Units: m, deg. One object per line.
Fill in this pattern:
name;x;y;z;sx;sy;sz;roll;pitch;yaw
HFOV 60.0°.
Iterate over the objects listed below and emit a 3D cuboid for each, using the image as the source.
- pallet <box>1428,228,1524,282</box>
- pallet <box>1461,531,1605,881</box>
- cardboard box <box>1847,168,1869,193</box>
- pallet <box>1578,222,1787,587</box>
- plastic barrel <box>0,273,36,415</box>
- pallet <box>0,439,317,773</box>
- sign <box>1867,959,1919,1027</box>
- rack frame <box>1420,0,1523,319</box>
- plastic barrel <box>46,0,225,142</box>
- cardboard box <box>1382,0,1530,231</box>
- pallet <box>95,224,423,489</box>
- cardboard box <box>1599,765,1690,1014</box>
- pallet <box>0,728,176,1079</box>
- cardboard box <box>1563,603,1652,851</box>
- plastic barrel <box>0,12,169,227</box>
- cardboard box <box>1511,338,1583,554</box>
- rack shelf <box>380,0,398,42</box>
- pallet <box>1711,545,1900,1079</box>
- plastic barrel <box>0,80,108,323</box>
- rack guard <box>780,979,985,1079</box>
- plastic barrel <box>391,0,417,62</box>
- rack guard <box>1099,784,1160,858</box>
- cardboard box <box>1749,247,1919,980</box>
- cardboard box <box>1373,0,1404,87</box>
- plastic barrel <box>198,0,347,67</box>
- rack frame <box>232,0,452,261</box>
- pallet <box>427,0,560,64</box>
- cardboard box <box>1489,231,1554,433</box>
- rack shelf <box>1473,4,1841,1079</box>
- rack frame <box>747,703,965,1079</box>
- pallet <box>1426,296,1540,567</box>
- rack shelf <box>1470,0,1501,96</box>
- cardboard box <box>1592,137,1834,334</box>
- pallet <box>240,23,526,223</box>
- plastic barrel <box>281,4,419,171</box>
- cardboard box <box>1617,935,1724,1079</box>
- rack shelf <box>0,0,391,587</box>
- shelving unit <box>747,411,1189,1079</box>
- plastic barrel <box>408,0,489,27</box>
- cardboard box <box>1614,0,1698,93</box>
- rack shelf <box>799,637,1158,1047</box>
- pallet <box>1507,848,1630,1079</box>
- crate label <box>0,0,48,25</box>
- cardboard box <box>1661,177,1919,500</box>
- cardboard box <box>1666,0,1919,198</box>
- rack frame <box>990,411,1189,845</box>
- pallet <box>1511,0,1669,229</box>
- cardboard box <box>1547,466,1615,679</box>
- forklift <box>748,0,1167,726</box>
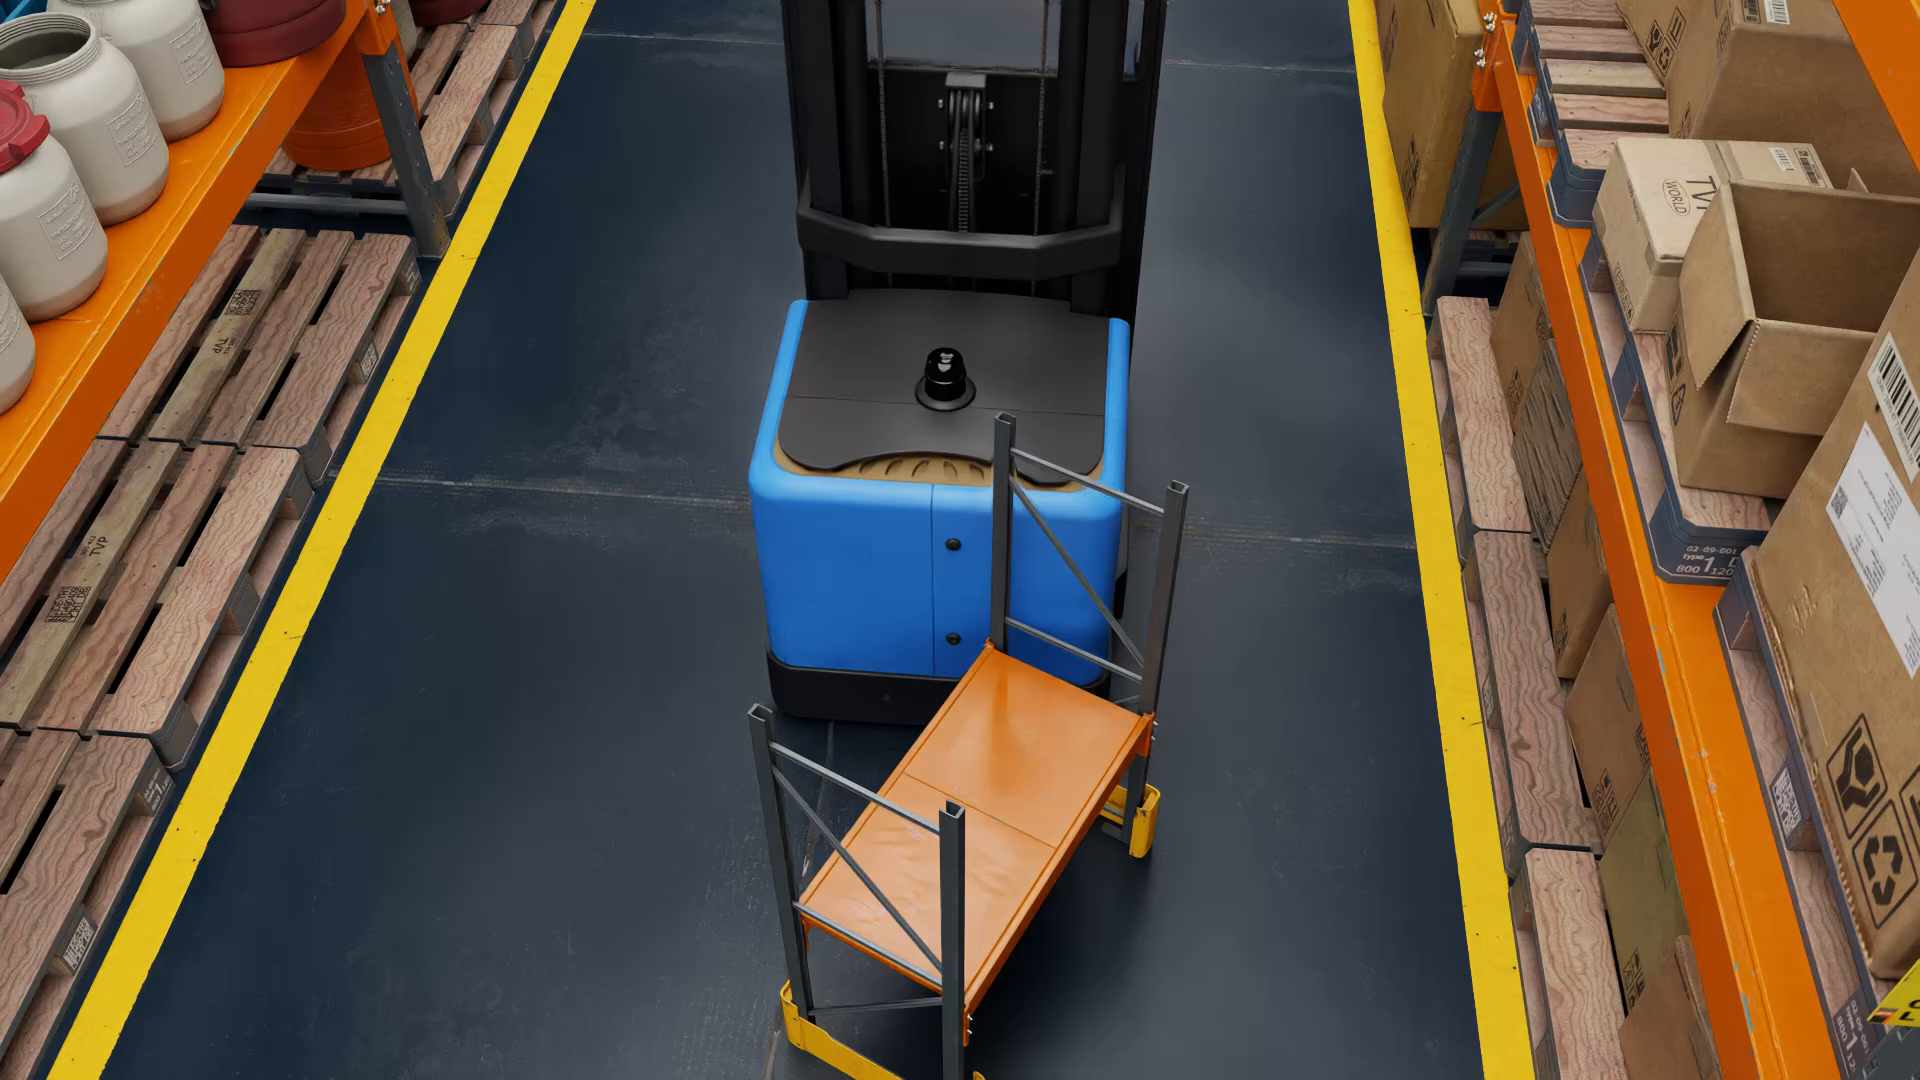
pallet;2.474;-1.532;7.008;1.003;0.211;1.213;4;48;4
pallet;2.140;0.510;5.140;1.003;0.211;1.213;4;48;4
cardboard box;2.444;-0.752;4.211;0.396;0.266;0.258;3;48;2
pallet;2.187;-0.377;4.192;1.003;0.211;1.213;4;48;4
plastic barrel;-2.598;-0.566;4.143;0.433;0.535;0.433;0;48;0
pallet;-2.829;0.170;5.452;1.003;0.211;1.213;4;48;4
sign;1.409;0.615;2.370;0.100;0.325;0.005;4;48;4
rack frame;2.327;-1.899;5.454;1.000;3.000;0.127;4;48;4
plastic barrel;-2.487;-1.499;5.013;0.421;0.512;0.421;0;48;0
cardboard box;2.410;-1.829;6.545;1.225;0.875;0.875;2;48;2
pallet;-2.715;-0.724;6.269;1.003;0.211;1.213;4;48;4
cardboard box;2.102;0.937;4.256;0.700;0.500;0.500;4;48;3
pallet;-2.937;1.069;4.629;1.003;0.211;1.213;4;48;4
cardboard box;2.152;0.526;4.632;0.700;0.500;0.500;0;48;0
plastic barrel;-2.525;-1.190;4.730;0.421;0.512;0.421;0;48;0
cardboard box;2.248;-0.301;5.389;0.700;0.500;0.500;0;48;0
rack shelf;-2.423;-3.459;7.368;1.077;0.370;4.000;4;48;4
pallet;2.177;0.553;3.341;1.003;0.211;1.213;4;48;4
plastic barrel;-2.558;-0.884;4.433;0.433;0.535;0.433;0;48;0
rack guard;-0.202;1.353;4.343;0.587;0.250;0.087;24;52;20
plastic barrel;-2.616;-2.316;7.236;0.421;0.512;0.421;0;48;0
rack guard;0.305;0.720;4.922;0.587;0.250;0.087;24;52;20
cardboard box;2.174;0.122;2.915;1.000;1.000;1.000;4;48;4
cardboard box;2.499;-2.484;7.144;1.225;0.875;0.875;4;48;4
plastic barrel;-2.346;-1.916;5.378;0.600;0.536;0.708;4;48;4
rack frame;-2.606;-2.232;5.759;1.000;3.000;0.127;4;48;4
pallet;-2.461;-2.767;8.138;1.003;0.211;1.213;4;48;4
cardboard box;2.286;-0.710;5.762;0.700;0.500;0.500;2;48;1
rack shelf;2.144;-0.186;4.375;1.077;0.370;4.000;4;48;4
rack frame;-0.212;0.944;3.871;0.500;1.500;0.032;24;52;20
pallet;2.254;-0.384;5.958;1.003;0.211;1.213;4;48;4
rack shelf;2.509;-3.126;7.064;1.077;0.370;4.000;4;48;4
cardboard box;1.945;-0.774;4.242;0.500;0.250;0.500;3;48;2
pallet;-2.575;-1.873;7.320;1.003;0.211;1.213;4;48;4
plastic barrel;-2.578;-2.002;6.734;0.600;0.830;0.708;4;48;4
cardboard box;2.040;1.286;3.937;0.700;0.500;0.500;1;48;1
rack shelf;-2.788;-0.519;4.680;1.077;0.370;4.000;4;48;4
shelving unit;0.051;0.615;4.171;0.587;1.500;1.083;24;52;20
plastic barrel;-2.475;-2.750;7.582;0.600;0.588;0.708;4;48;4
cardboard box;2.317;-1.675;4.897;0.500;0.500;0.500;-1;48;-1
rack shelf;0.047;0.742;4.299;0.538;0.185;1.000;24;52;20
pallet;2.032;1.409;4.318;1.003;0.211;1.213;4;48;4
crate label;-2.965;-1.532;5.094;0.502;0.435;0.616;4;48;4
cardboard box;2.028;-0.416;3.743;0.797;0.503;0.637;8;48;8
cardboard box;2.366;-1.258;4.515;0.700;0.500;0.500;10;48;9
rack frame;0.305;0.298;4.461;0.500;1.500;0.032;24;52;20
pallet;2.368;-1.303;5.039;1.213;0.211;1.003;4;48;4
cardboard box;2.203;0.116;5.007;0.700;0.500;0.500;7;48;7
forklift;0.060;-1.477;5.114;1.130;2.935;3.031;4;48;3
